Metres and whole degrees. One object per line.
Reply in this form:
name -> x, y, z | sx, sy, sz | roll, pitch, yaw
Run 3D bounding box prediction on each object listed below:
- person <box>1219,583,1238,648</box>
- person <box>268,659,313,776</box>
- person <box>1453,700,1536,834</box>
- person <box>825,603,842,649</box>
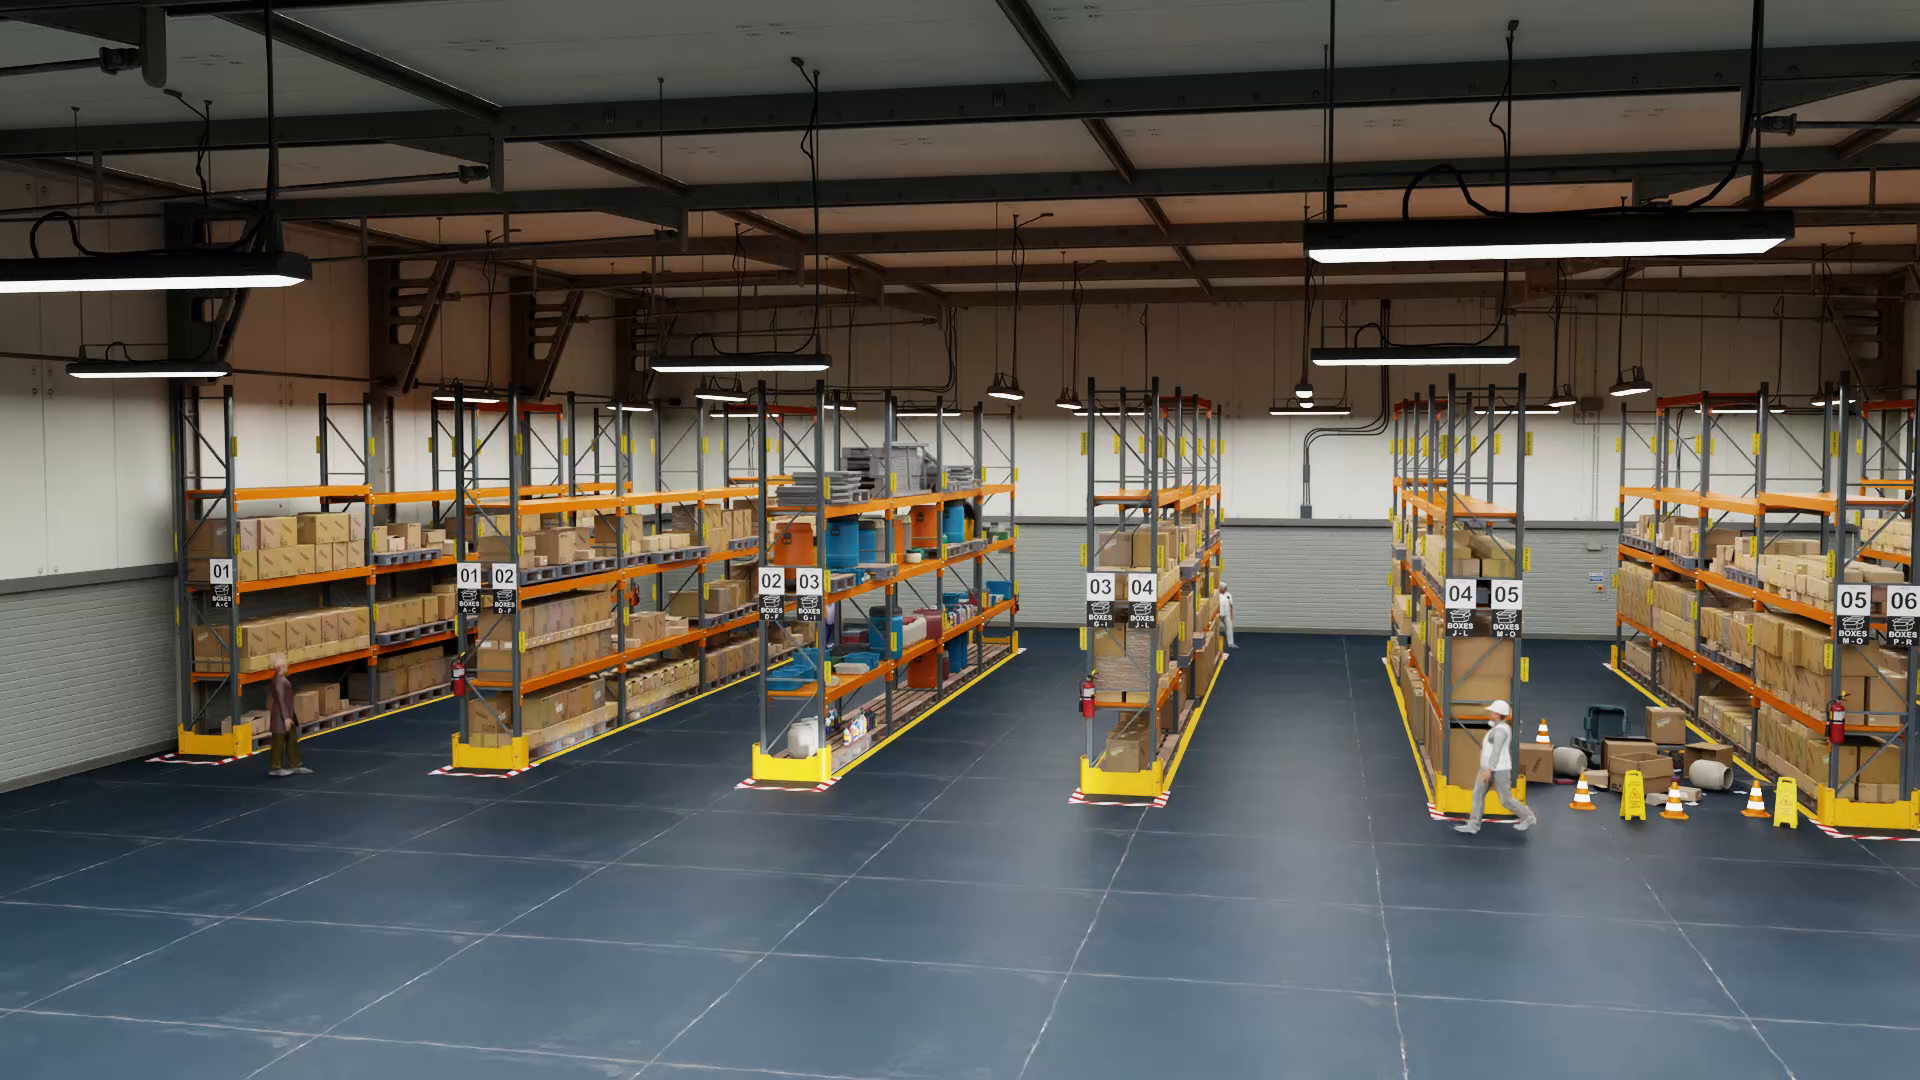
person -> 6.564, 1.866, 41.485 | 0.642, 1.608, 1.001 | -1, 3, -21
person -> -10.242, 2.759, 25.332 | 0.590, 1.703, 0.607 | 0, 3, -4
person -> 6.923, 2.936, 21.423 | 0.981, 1.747, 0.499 | -1, 3, -11
person -> -2.912, 2.023, 37.431 | 0.566, 1.581, 0.952 | 0, 3, 6
